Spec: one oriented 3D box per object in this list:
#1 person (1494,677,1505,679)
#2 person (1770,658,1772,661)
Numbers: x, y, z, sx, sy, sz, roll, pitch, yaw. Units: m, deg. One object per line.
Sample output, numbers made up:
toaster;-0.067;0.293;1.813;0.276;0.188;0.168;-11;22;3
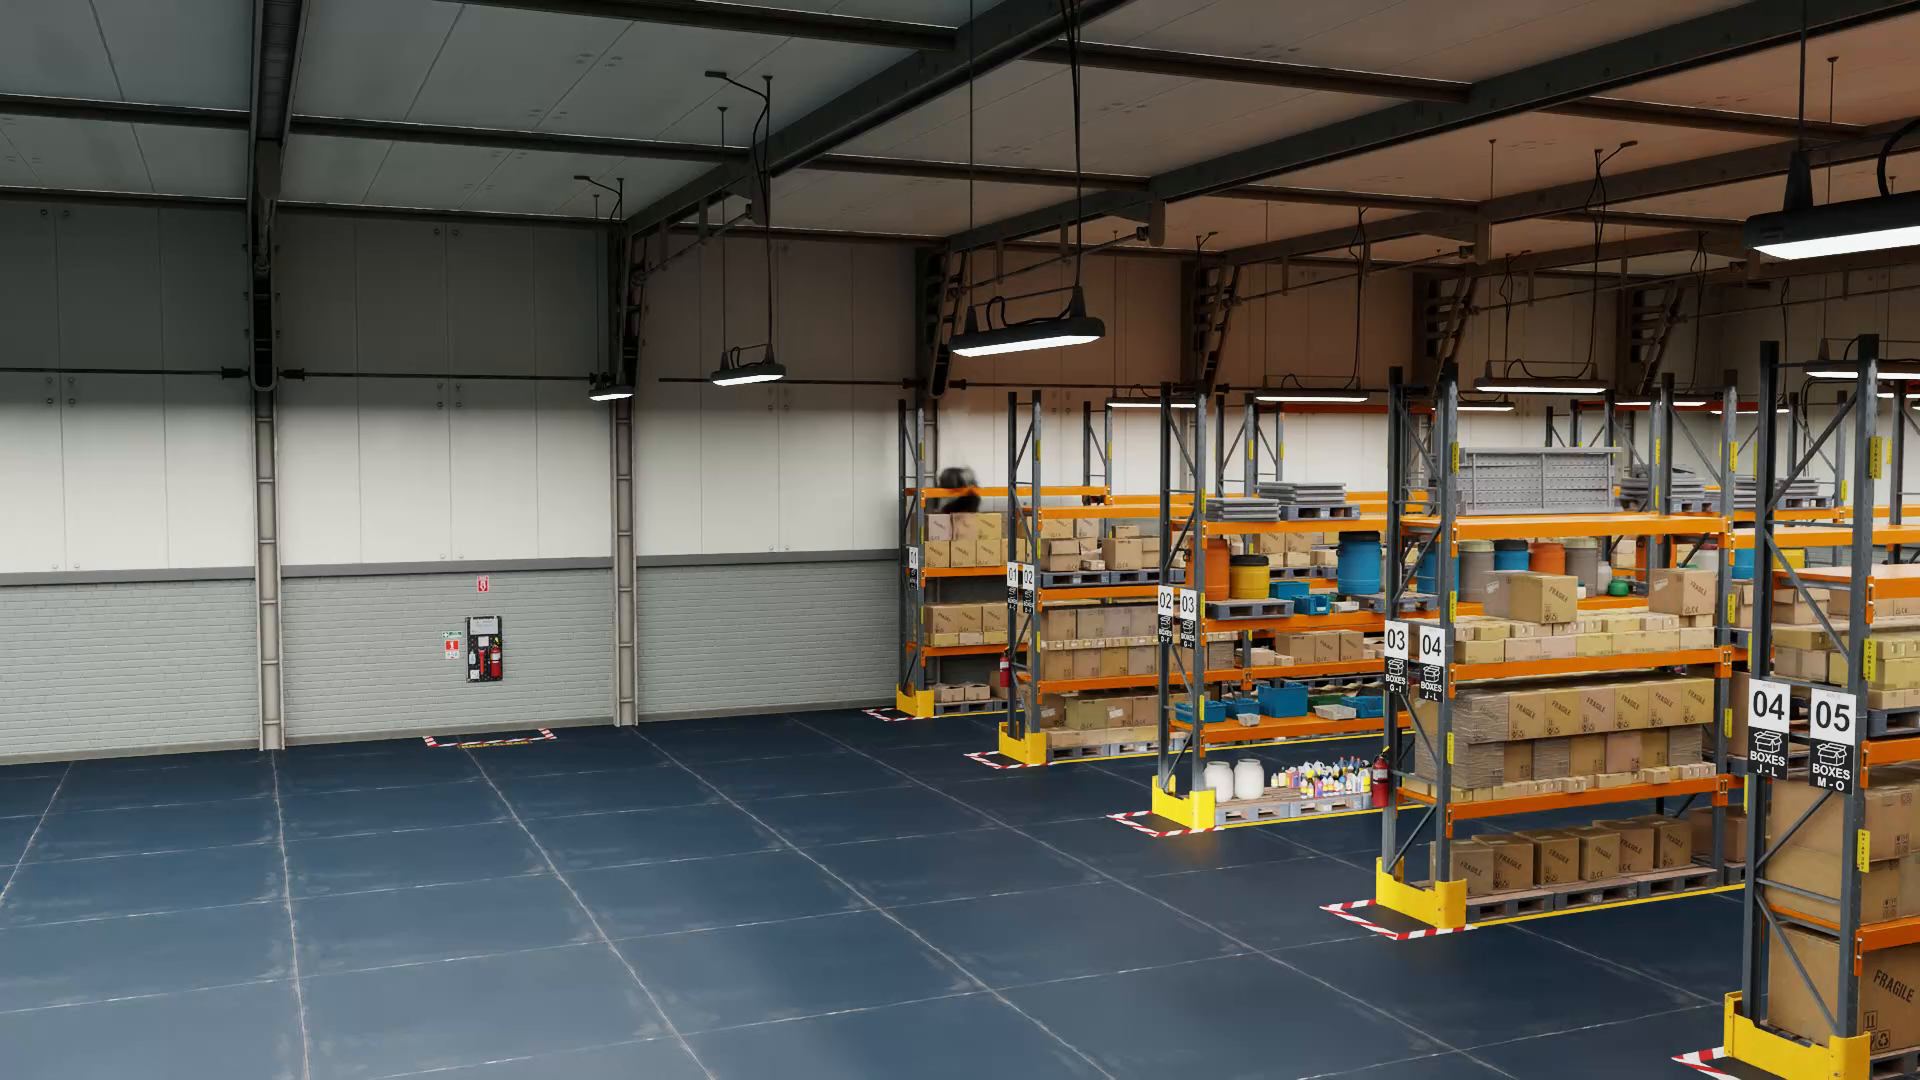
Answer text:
person;8.906;2.717;27.955;0.760;1.674;0.558;-2;4;-27
person;16.751;2.365;34.254;0.602;1.579;0.529;-1;4;-22
